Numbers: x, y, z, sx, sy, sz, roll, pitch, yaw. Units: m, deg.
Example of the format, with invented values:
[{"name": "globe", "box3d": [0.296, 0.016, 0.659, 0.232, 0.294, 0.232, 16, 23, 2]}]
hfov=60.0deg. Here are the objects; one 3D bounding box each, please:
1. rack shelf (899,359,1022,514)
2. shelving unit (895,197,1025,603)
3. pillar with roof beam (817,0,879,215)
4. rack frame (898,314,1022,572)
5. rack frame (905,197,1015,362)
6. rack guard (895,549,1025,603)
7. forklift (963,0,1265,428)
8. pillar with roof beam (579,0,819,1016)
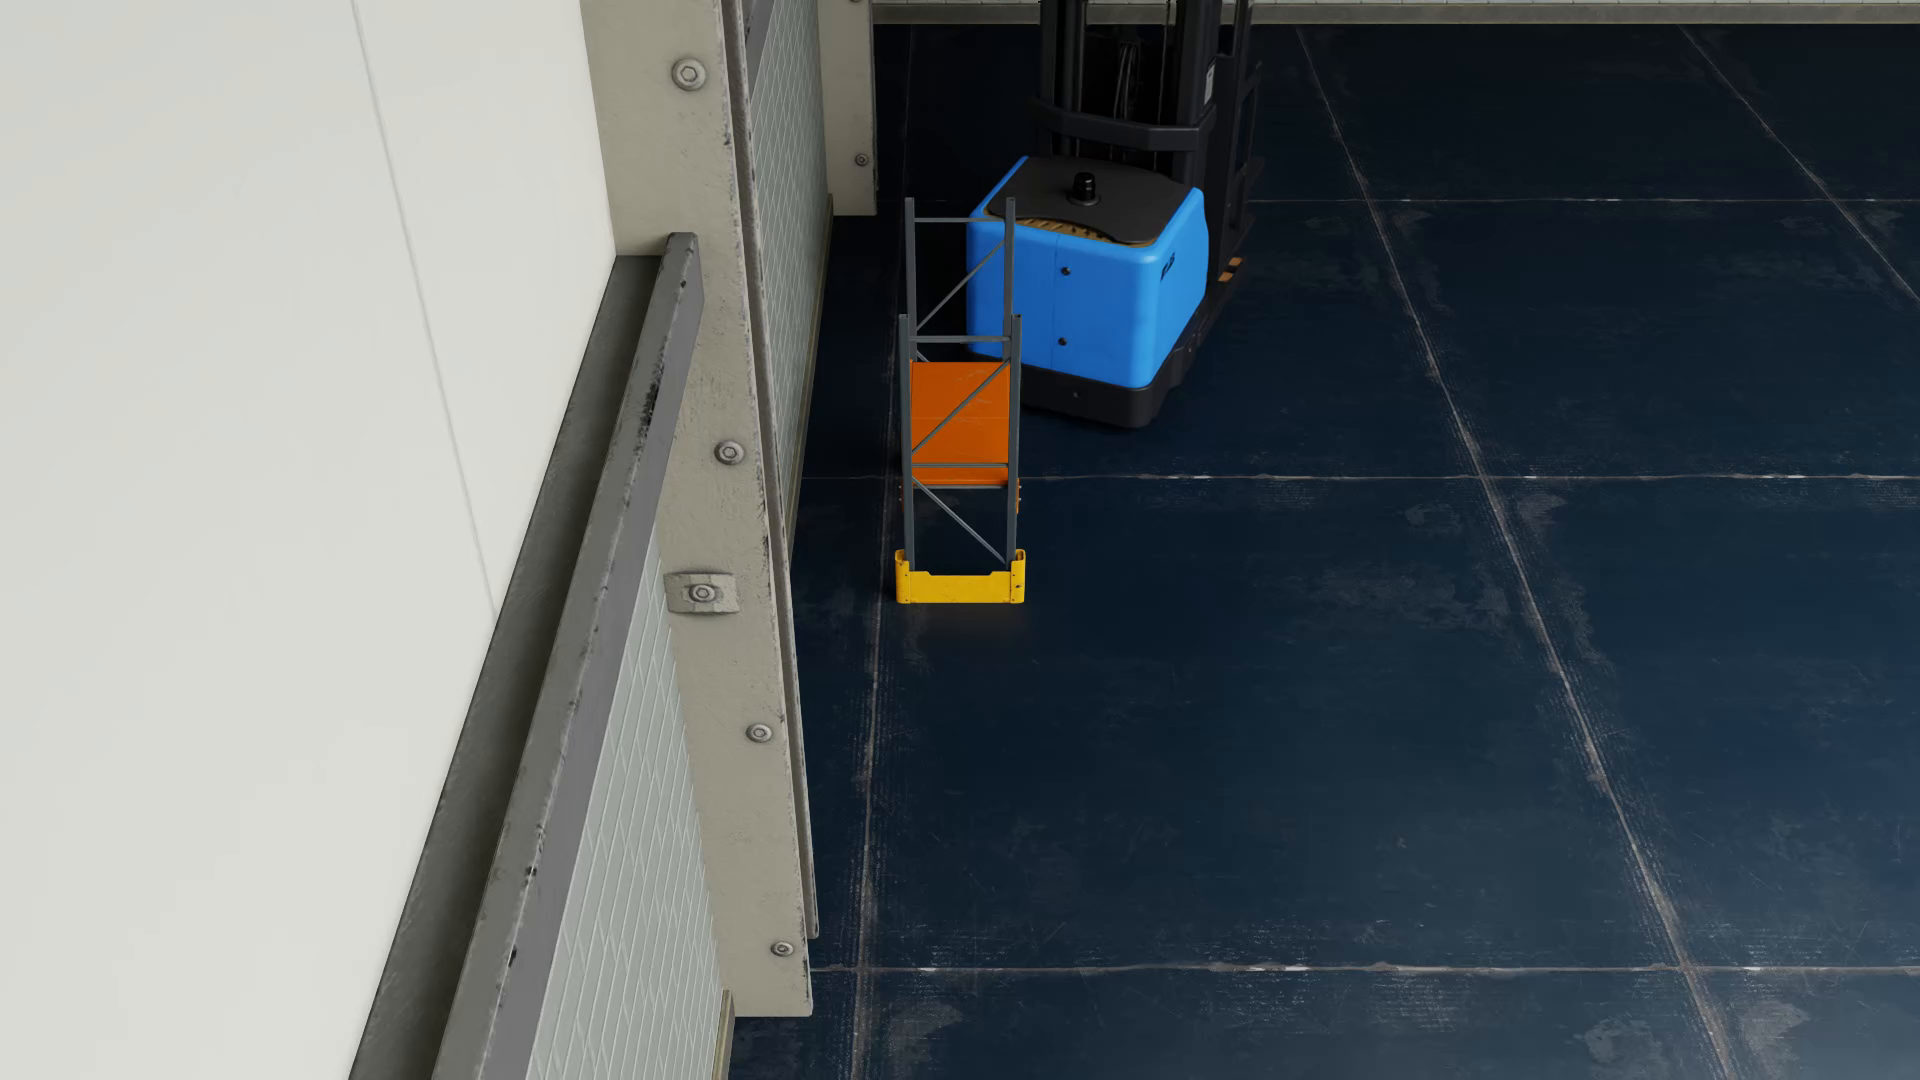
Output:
[{"name": "rack shelf", "box3d": [0.000, -0.498, 7.706, 0.538, 0.185, 1.000, 0, 39, 0]}, {"name": "shelving unit", "box3d": [0.000, -0.633, 7.586, 0.587, 1.500, 1.083, 0, 39, 0]}, {"name": "pillar with roof beam", "box3d": [3.618, -5.704, 7.918, 9.100, 9.000, 0.400, 0, 39, 0]}, {"name": "rack frame", "box3d": [0.000, -0.321, 7.196, 0.500, 1.500, 0.032, 0, 39, 0]}, {"name": "rack frame", "box3d": [-0.001, -0.956, 7.990, 0.500, 1.500, 0.032, 0, 39, 0]}, {"name": "rack guard", "box3d": [0.000, 0.166, 7.588, 0.587, 0.250, 0.087, 0, 39, 0]}, {"name": "forklift", "box3d": [1.061, -2.643, 8.950, 1.130, 2.935, 3.031, 15, 41, 18]}, {"name": "pillar with roof beam", "box3d": [3.625, -1.952, 3.236, 9.100, 9.000, 0.400, 0, 39, 0]}]
